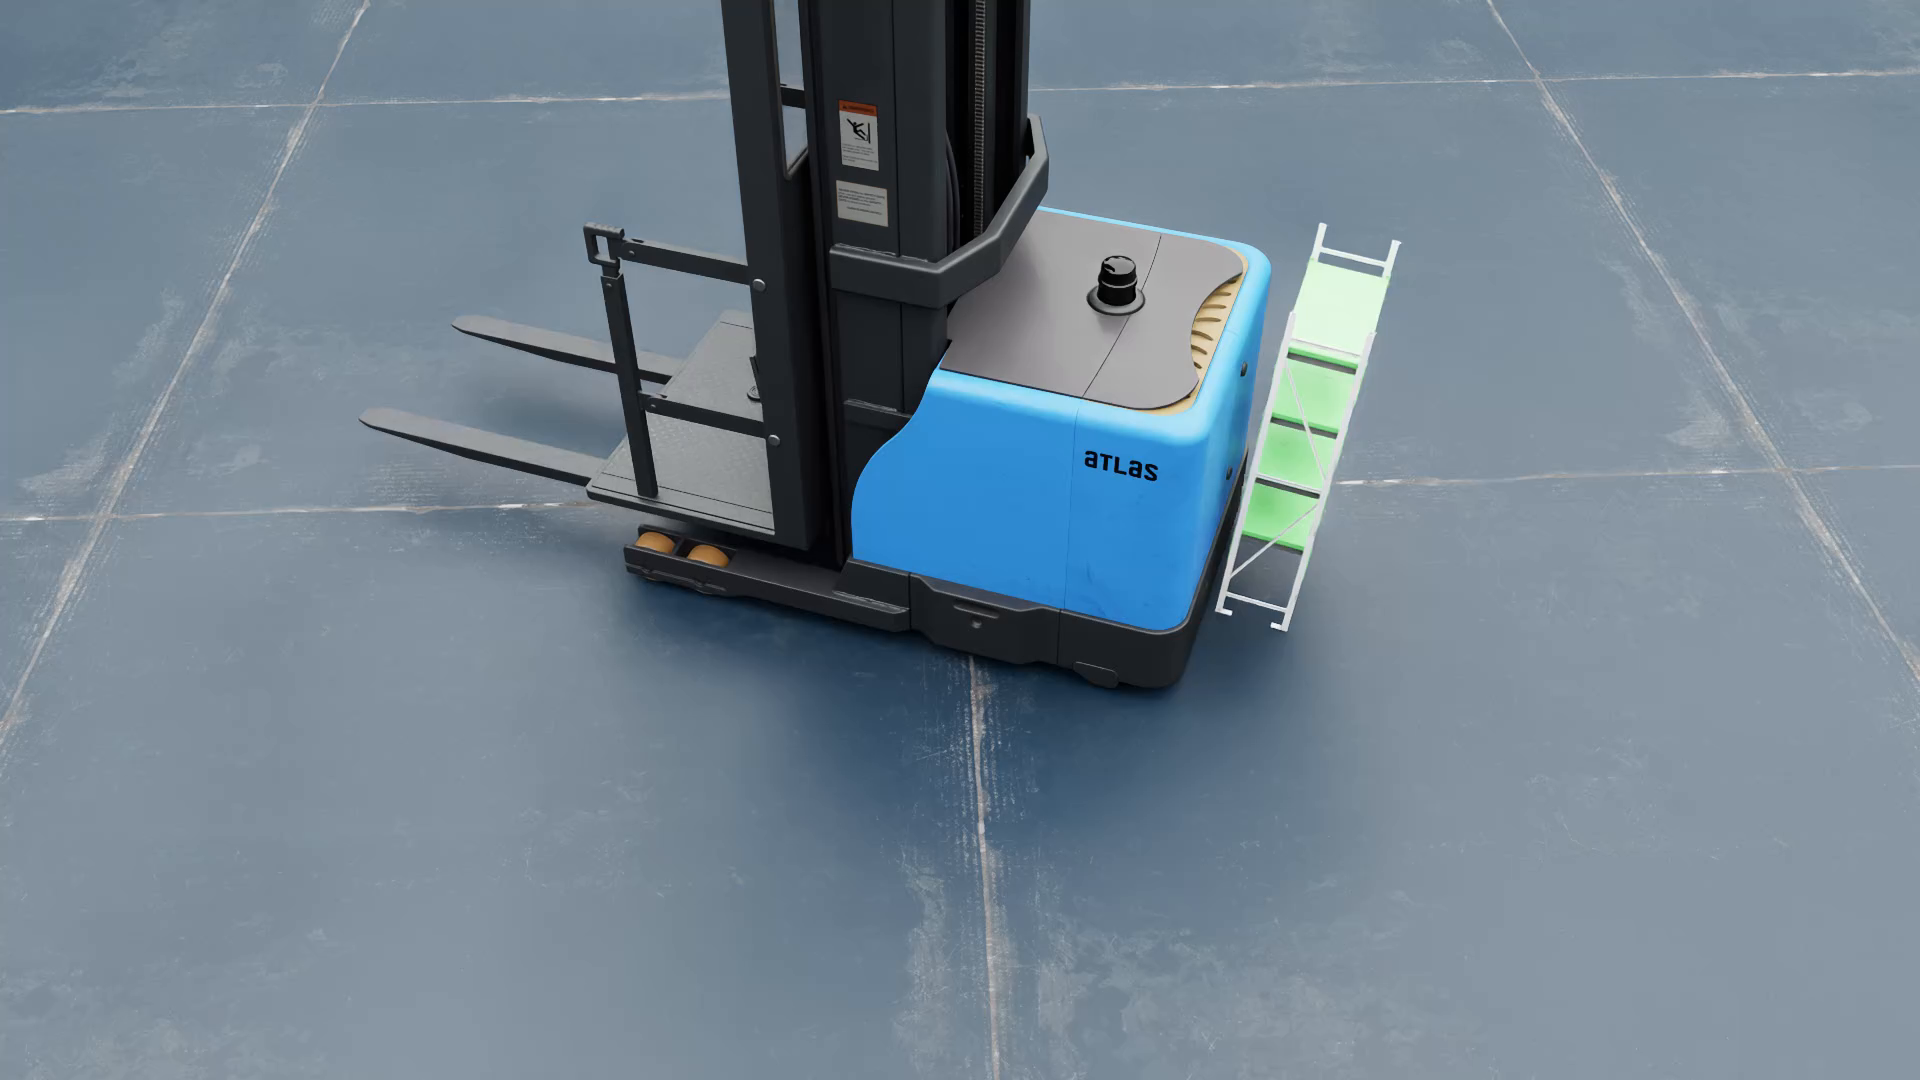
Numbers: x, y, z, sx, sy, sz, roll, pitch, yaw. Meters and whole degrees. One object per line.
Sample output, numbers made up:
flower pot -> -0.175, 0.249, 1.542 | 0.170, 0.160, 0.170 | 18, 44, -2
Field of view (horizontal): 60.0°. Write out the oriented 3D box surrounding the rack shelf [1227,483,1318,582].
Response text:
rack shelf -> 1.052, -0.107, 5.415 | 0.258, 0.148, 0.480 | 16, 45, 11

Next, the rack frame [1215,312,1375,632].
rack frame -> 0.994, -0.170, 5.035 | 0.240, 1.200, 0.015 | 16, 45, 11

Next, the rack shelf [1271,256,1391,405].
rack shelf -> 1.101, -0.625, 4.917 | 0.258, 0.148, 0.480 | 16, 45, 11

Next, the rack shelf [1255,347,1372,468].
rack shelf -> 1.084, -0.453, 5.083 | 0.258, 0.148, 0.480 | 16, 45, 11

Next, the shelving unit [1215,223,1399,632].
shelving unit -> 1.073, -0.326, 5.205 | 0.258, 1.200, 0.503 | 16, 45, 11

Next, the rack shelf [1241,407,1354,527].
rack shelf -> 1.068, -0.280, 5.249 | 0.258, 0.148, 0.480 | 16, 45, 11

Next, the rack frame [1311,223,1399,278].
rack frame -> 1.151, -0.482, 5.375 | 0.240, 1.200, 0.015 | 16, 45, 11

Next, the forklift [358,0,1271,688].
forklift -> -0.595, -1.221, 4.913 | 3.031, 2.935, 1.130 | 13, 44, 14
